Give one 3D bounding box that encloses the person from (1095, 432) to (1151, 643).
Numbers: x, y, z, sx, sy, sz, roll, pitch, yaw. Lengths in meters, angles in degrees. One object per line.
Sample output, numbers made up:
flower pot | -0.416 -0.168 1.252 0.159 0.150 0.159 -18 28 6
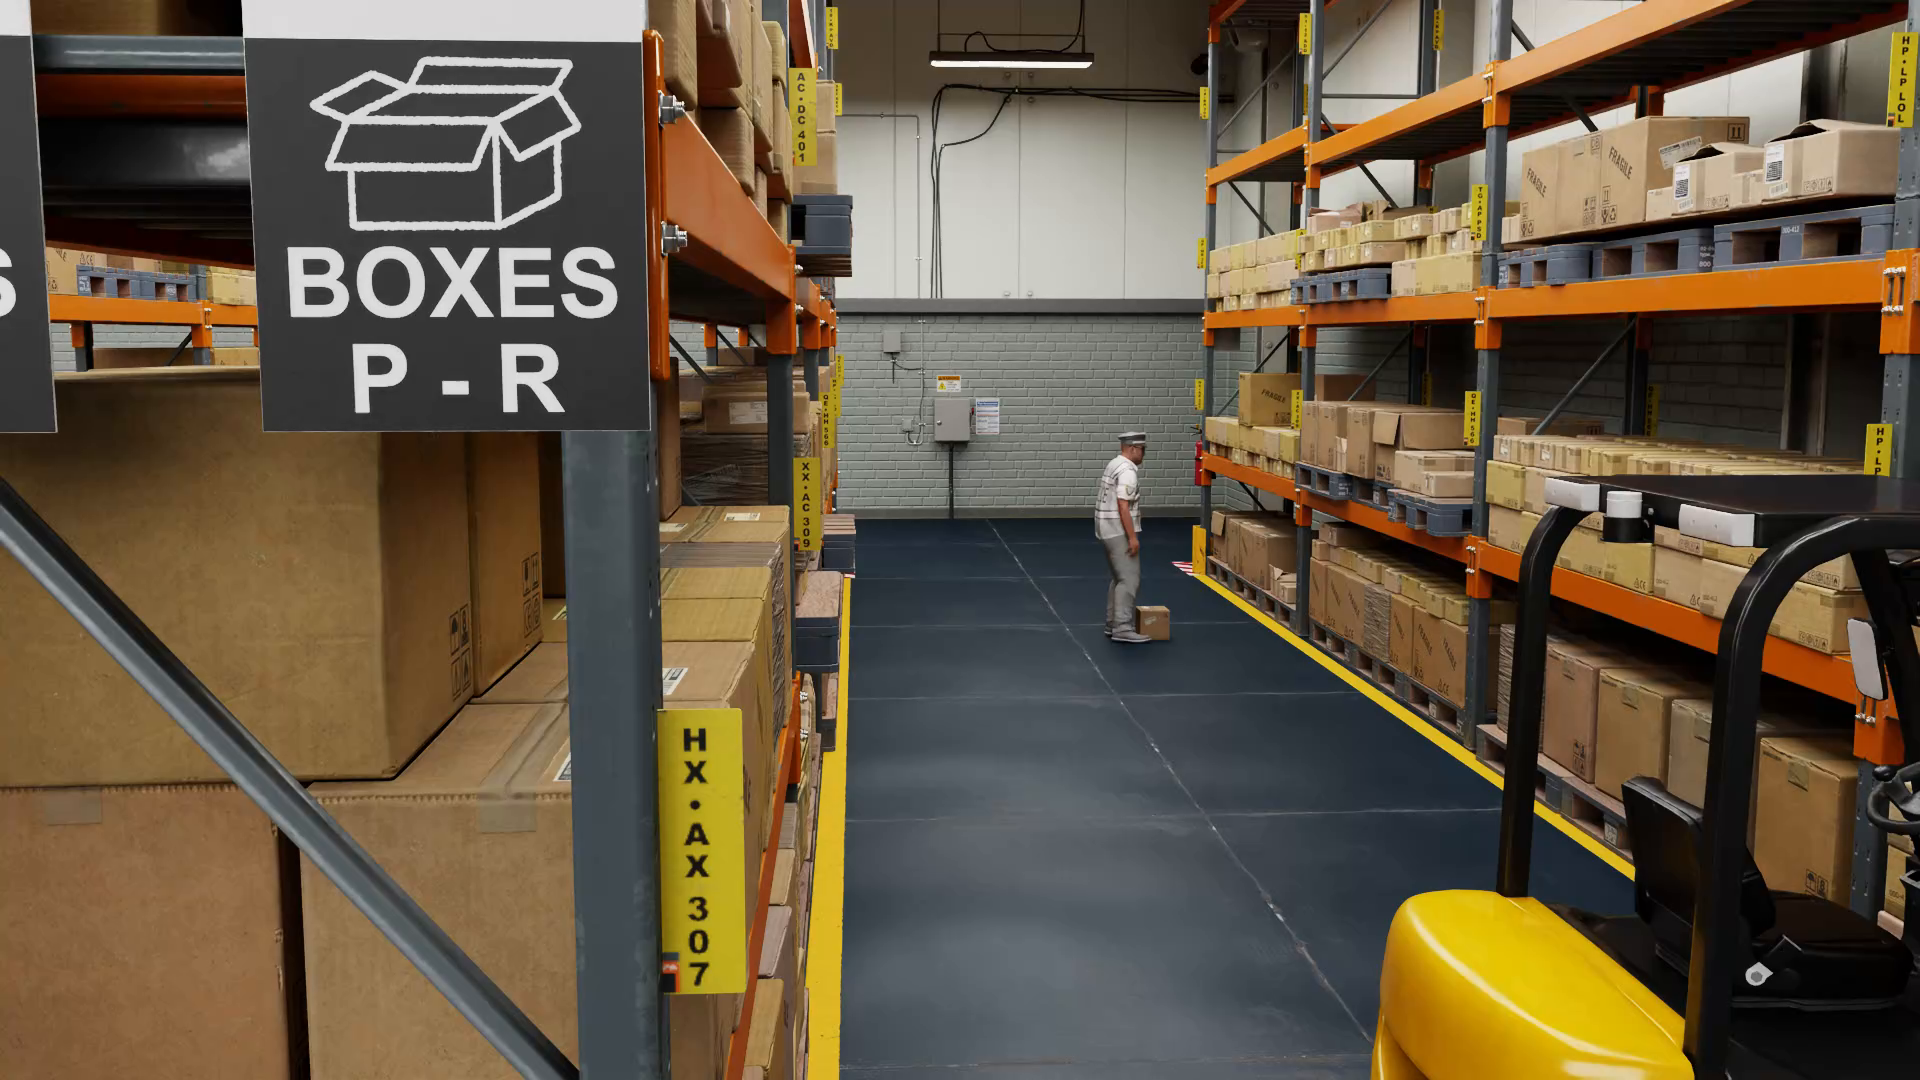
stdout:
person | 1.365 -0.036 14.022 0.434 1.745 0.588 -1 7 -4
